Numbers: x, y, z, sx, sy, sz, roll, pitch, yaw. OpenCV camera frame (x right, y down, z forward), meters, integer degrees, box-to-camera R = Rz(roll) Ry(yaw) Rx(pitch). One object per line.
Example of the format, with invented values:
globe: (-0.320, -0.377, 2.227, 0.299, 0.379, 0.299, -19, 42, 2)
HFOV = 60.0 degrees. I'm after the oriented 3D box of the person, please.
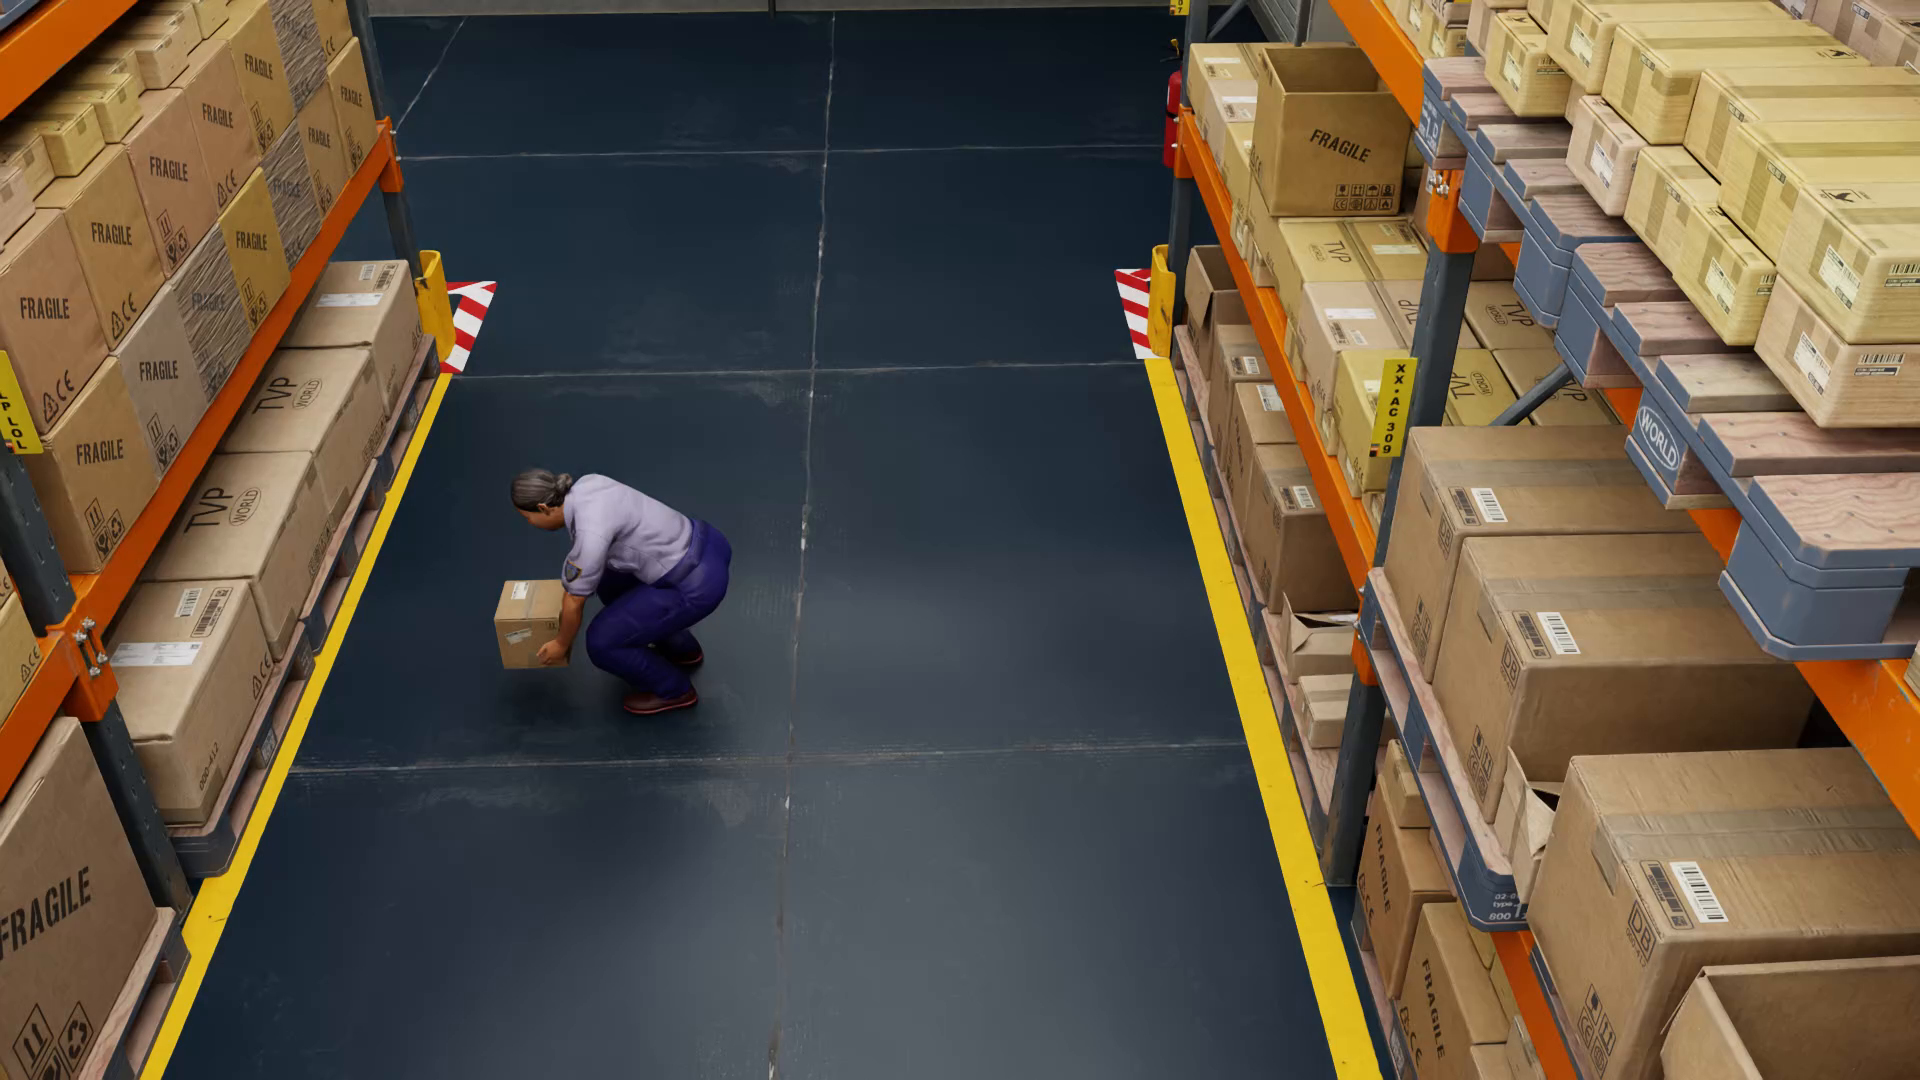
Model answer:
person: (-1.273, 0.163, 6.428, 0.773, 1.076, 0.536, -2, 35, -2)
